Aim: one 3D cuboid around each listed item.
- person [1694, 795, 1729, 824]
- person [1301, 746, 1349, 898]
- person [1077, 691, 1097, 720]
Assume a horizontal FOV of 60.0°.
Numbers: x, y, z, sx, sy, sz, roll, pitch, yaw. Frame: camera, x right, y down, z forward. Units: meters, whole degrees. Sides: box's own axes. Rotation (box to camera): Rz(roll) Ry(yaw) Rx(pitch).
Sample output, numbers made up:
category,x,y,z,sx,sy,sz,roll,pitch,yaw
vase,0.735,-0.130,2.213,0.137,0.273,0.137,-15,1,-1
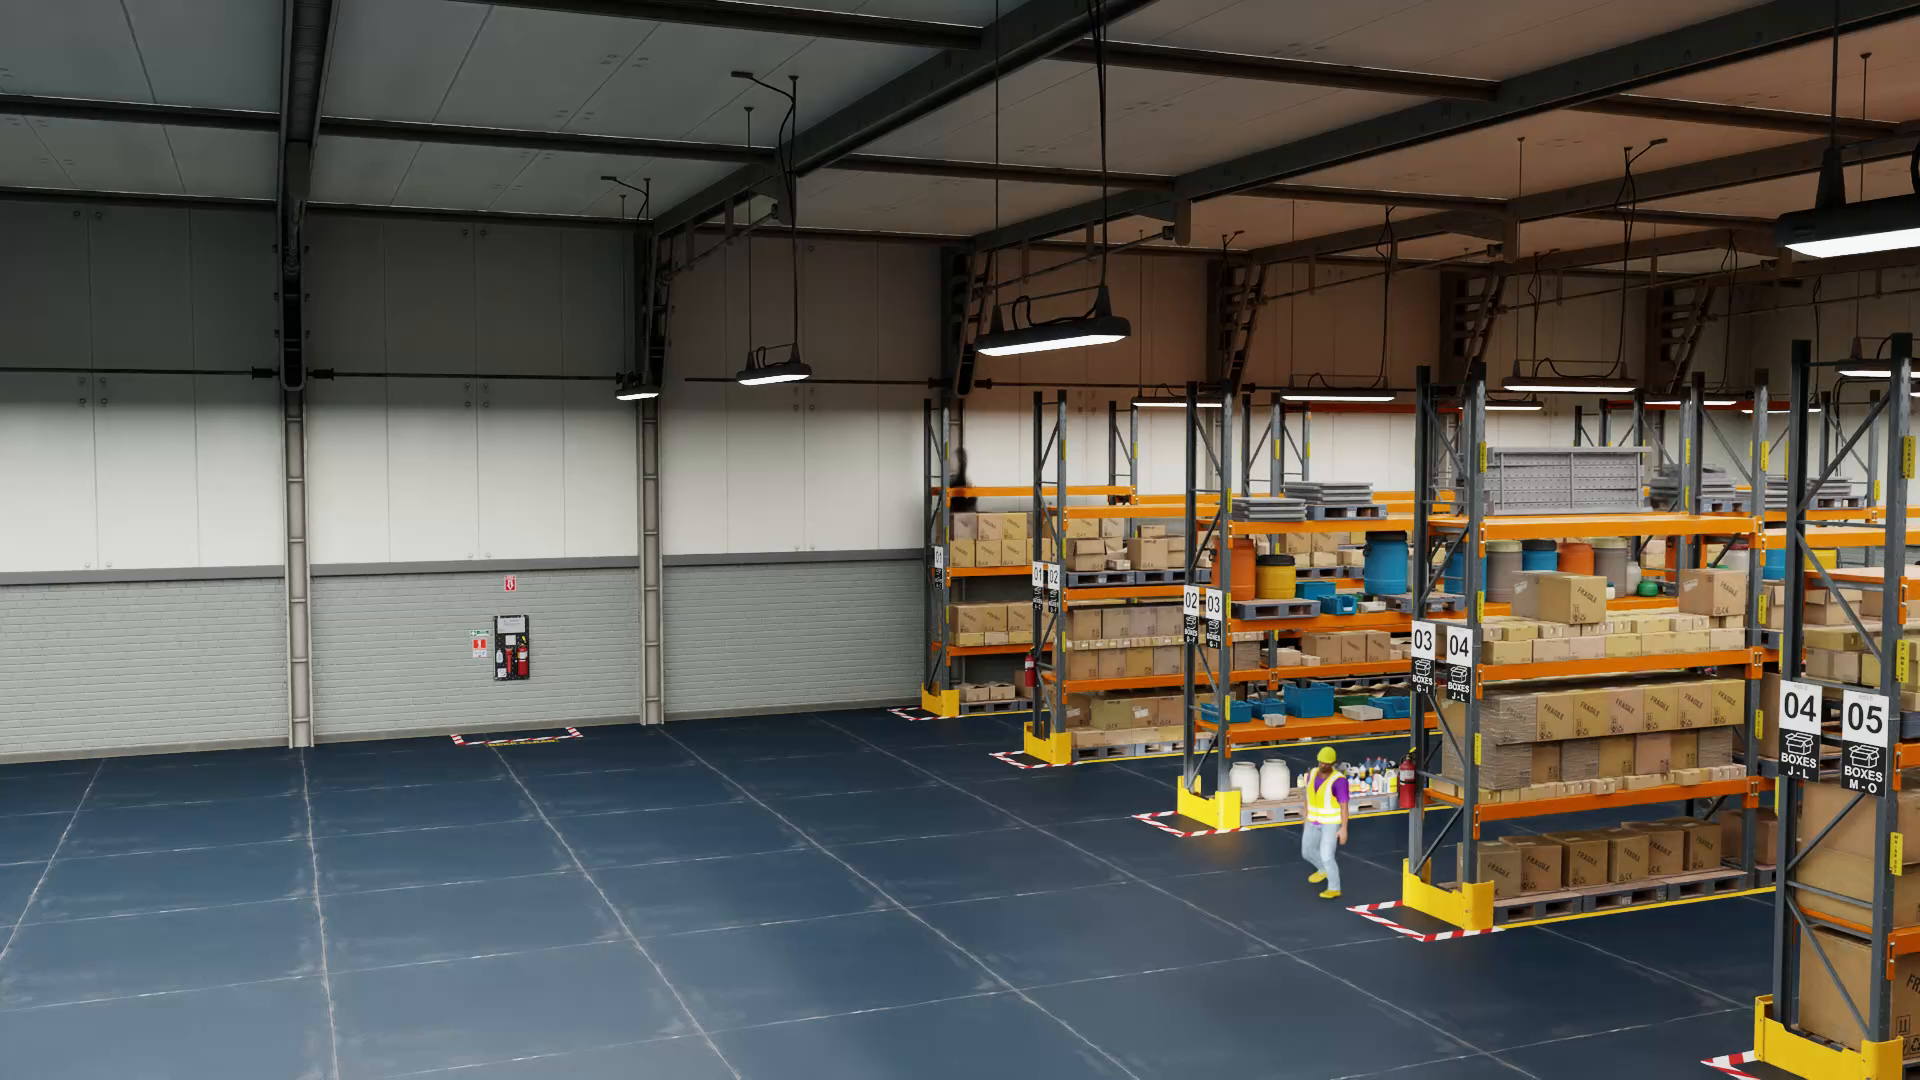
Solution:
category,x,y,z,sx,sy,sz,roll,pitch,yaw
person,9.953,2.985,22.020,0.653,1.722,0.673,-1,4,-21
person,4.173,3.176,18.913,0.601,1.726,0.690,-3,4,-40
person,2.184,2.640,29.129,0.637,1.610,0.575,-3,4,-39
